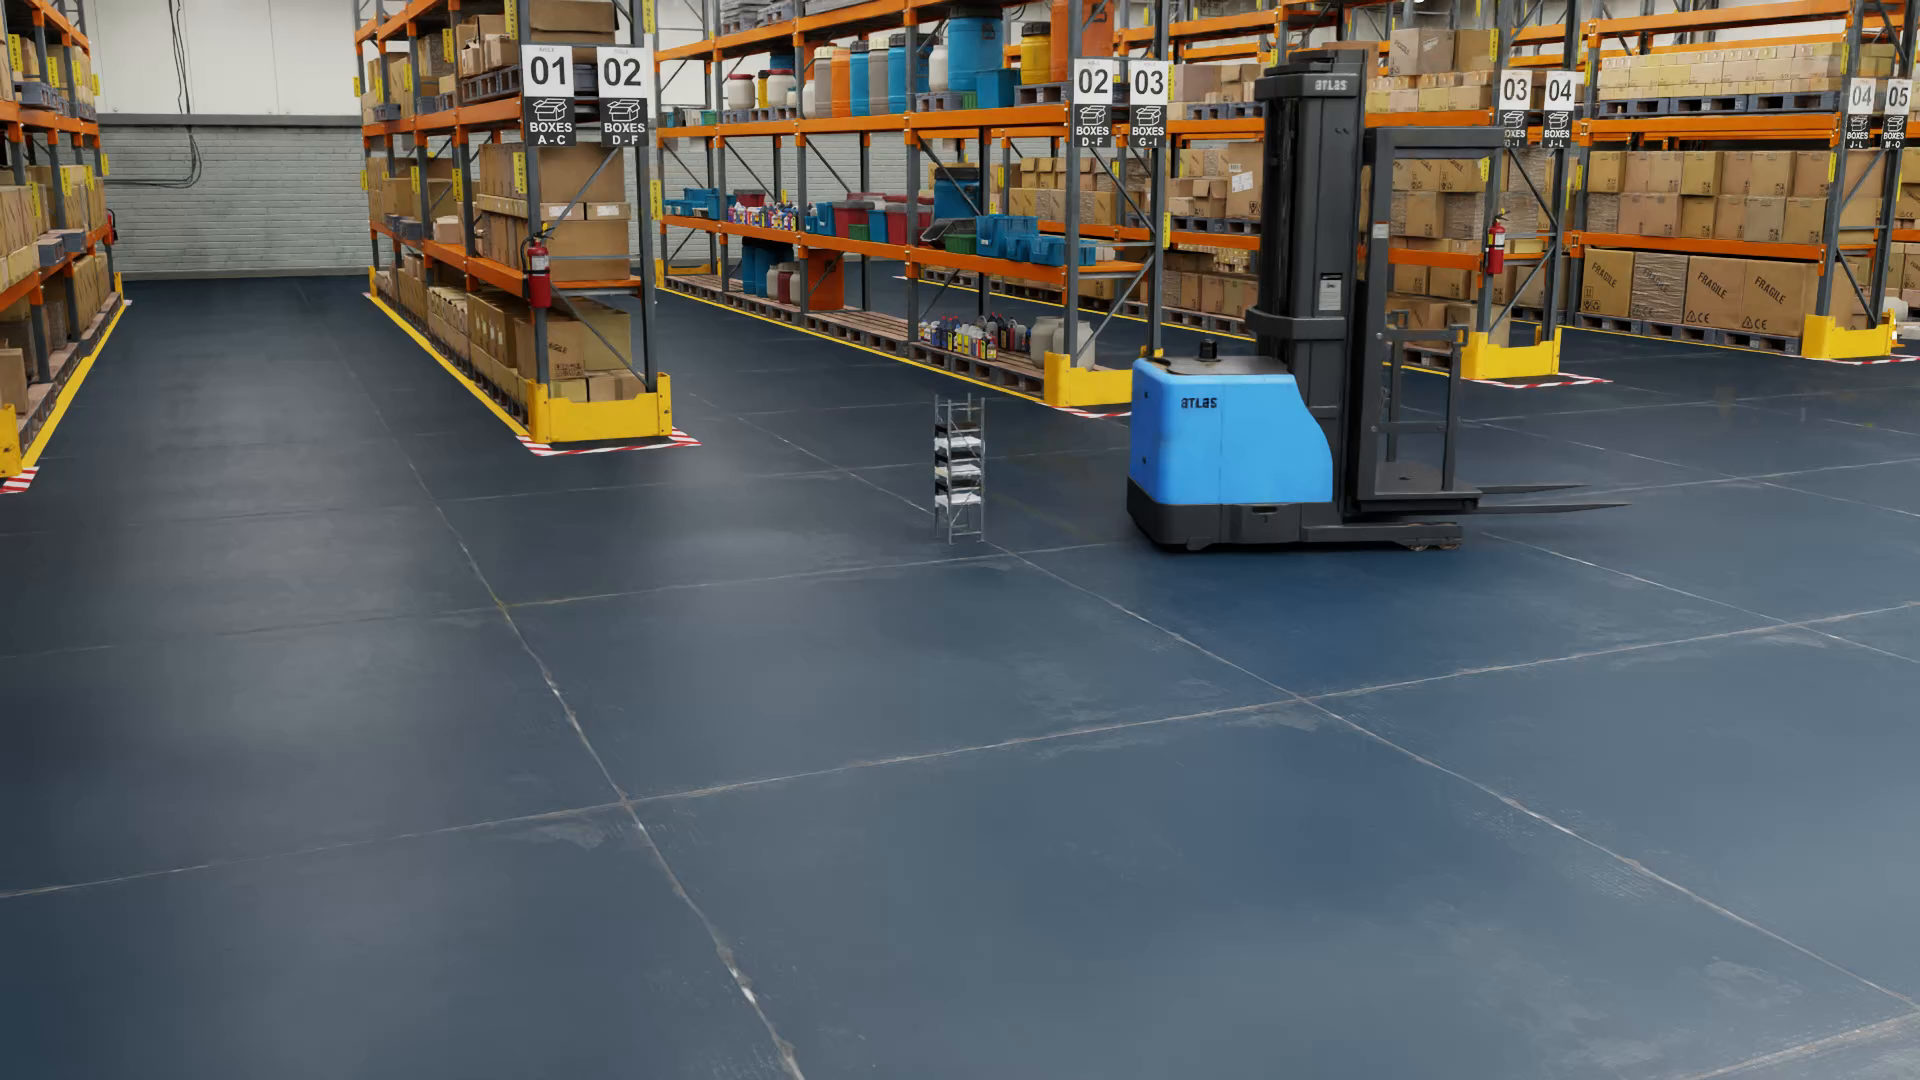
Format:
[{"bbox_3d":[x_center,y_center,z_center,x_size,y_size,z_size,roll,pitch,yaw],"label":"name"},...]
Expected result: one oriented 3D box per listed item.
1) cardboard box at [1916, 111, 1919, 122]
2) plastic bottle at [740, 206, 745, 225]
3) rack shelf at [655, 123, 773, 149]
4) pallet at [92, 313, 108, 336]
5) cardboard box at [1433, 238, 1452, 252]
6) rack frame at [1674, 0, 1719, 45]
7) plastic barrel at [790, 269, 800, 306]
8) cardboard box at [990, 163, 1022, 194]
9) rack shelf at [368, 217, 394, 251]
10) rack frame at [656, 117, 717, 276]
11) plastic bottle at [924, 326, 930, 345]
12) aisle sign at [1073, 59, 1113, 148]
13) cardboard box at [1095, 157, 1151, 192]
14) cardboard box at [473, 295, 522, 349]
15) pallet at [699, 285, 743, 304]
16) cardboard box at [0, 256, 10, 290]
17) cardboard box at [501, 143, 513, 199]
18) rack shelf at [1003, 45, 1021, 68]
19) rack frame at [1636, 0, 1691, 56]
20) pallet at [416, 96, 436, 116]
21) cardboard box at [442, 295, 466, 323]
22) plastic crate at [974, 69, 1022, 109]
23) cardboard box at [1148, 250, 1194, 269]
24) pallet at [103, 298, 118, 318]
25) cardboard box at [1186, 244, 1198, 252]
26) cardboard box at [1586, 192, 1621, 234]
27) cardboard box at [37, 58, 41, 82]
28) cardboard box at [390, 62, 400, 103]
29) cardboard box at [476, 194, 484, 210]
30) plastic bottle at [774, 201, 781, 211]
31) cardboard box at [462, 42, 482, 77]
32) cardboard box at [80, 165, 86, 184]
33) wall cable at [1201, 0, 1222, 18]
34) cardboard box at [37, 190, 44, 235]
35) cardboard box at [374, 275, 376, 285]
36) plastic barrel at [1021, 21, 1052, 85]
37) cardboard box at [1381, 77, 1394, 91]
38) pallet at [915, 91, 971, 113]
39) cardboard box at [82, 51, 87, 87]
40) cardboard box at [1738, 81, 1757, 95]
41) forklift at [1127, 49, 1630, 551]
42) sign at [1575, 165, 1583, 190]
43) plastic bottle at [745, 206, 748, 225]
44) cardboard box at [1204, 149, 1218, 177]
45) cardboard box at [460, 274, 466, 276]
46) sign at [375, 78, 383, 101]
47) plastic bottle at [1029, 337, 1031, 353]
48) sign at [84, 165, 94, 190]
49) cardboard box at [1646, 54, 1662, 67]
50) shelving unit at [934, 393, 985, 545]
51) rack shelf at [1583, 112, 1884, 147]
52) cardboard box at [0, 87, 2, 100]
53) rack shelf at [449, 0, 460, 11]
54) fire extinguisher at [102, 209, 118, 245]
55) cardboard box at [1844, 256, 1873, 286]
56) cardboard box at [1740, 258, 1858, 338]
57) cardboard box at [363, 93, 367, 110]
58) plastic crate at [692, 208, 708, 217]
[{"bbox_3d":[13.801,-6.009,23.583,0.380,0.149,0.250,-6,14,-25],"label":"cardboard box"},{"bbox_3d":[-3.333,-4.984,25.535,0.097,0.271,0.097,0,13,0],"label":"plastic bottle"},{"bbox_3d":[-4.138,-6.802,28.052,1.077,0.370,4.000,-6,14,-23],"label":"rack shelf"},{"bbox_3d":[-12.037,-2.872,22.312,1.003,0.211,1.213,-6,14,-23],"label":"pallet"},{"bbox_3d":[5.458,-3.263,18.373,0.380,0.149,0.250,-6,14,-23],"label":"cardboard box"},{"bbox_3d":[14.828,-9.993,33.588,1.000,3.000,0.127,-6,14,-23],"label":"rack frame"},{"bbox_3d":[-2.255,-3.653,24.085,0.421,0.512,0.421,0,13,0],"label":"plastic barrel"},{"bbox_3d":[0.772,-6.234,28.661,0.500,0.500,0.500,-5,14,-21],"label":"cardboard box"},{"bbox_3d":[-8.679,-4.894,26.460,1.077,0.370,4.000,-6,14,-23],"label":"rack shelf"},{"bbox_3d":[-4.940,-6.105,30.094,1.000,3.000,0.127,-6,14,-23],"label":"rack frame"},{"bbox_3d":[-0.366,-2.350,19.102,0.097,0.201,0.097,0,13,0],"label":"plastic bottle"},{"bbox_3d":[1.226,-4.024,15.338,0.394,0.787,0.004,-6,14,-23],"label":"aisle sign"},{"bbox_3d":[2.525,-5.589,25.420,0.797,0.503,0.637,-5,14,-21],"label":"cardboard box"},{"bbox_3d":[-4.566,-2.183,16.651,0.500,0.500,0.500,-6,14,-23],"label":"cardboard box"},{"bbox_3d":[-3.667,-4.068,27.479,1.003,0.211,1.213,-6,14,-23],"label":"pallet"},{"bbox_3d":[-7.733,-2.076,12.977,0.500,0.250,0.500,-6,14,-25],"label":"cardboard box"},{"bbox_3d":[-3.886,-3.457,15.557,0.700,0.500,0.500,-6,14,-23],"label":"cardboard box"},{"bbox_3d":[0.400,-8.516,29.692,1.077,0.370,4.000,-6,14,-23],"label":"rack shelf"},{"bbox_3d":[11.883,-8.717,28.077,1.000,3.000,0.127,-6,14,-23],"label":"rack frame"},{"bbox_3d":[-5.921,-5.243,20.135,1.213,0.211,1.003,-5,14,-20],"label":"pallet"},{"bbox_3d":[-5.708,-2.689,19.260,0.500,0.311,0.500,-6,14,-24],"label":"cardboard box"},{"bbox_3d":[0.430,-4.619,17.060,0.392,0.384,0.575,-6,14,-23],"label":"plastic crate"},{"bbox_3d":[3.099,-4.125,24.447,0.500,0.250,0.500,-5,14,-21],"label":"cardboard box"},{"bbox_3d":[-13.140,-3.442,24.772,1.003,0.211,1.213,-6,14,-23],"label":"pallet"},{"bbox_3d":[4.628,-5.676,32.312,0.380,0.149,0.250,-5,14,-22],"label":"cardboard box"},{"bbox_3d":[9.149,-4.498,22.819,0.875,0.550,0.550,-6,14,-23],"label":"cardboard box"},{"bbox_3d":[-11.739,-5.698,20.486,0.700,0.500,0.500,-6,14,-23],"label":"cardboard box"},{"bbox_3d":[-7.743,-6.484,23.707,0.600,0.600,0.600,-7,15,-28],"label":"cardboard box"},{"bbox_3d":[-4.743,-3.471,17.053,0.380,0.149,0.250,-6,14,-23],"label":"cardboard box"},{"bbox_3d":[-2.801,-5.081,25.780,0.144,0.351,0.185,-6,14,-23],"label":"plastic bottle"},{"bbox_3d":[-4.496,-4.630,16.027,0.500,0.311,0.500,-6,15,-26],"label":"cardboard box"},{"bbox_3d":[-11.993,-4.879,22.209,0.500,0.250,0.500,-5,14,-22],"label":"cardboard box"},{"bbox_3d":[6.832,-11.587,40.477,2.355,3.000,0.029,-6,14,-23],"label":"wall cable"},{"bbox_3d":[-10.096,-3.469,17.507,0.700,0.500,0.500,-6,14,-23],"label":"cardboard box"},{"bbox_3d":[-9.627,-4.366,27.928,0.380,0.149,0.250,-6,14,-23],"label":"cardboard box"},{"bbox_3d":[0.897,-4.781,16.373,0.600,0.588,0.600,0,13,0],"label":"plastic barrel"},{"bbox_3d":[5.029,-5.188,18.931,0.380,0.149,0.250,-6,15,-26],"label":"cardboard box"},{"bbox_3d":[0.246,-4.855,18.459,1.213,0.211,1.003,-6,14,-23],"label":"pallet"},{"bbox_3d":[-13.067,-6.879,24.303,0.500,0.500,0.500,-6,14,-25],"label":"cardboard box"},{"bbox_3d":[9.741,-5.514,20.295,0.380,0.149,0.250,-6,14,-24],"label":"cardboard box"},{"bbox_3d":[2.637,-1.480,10.264,3.031,2.935,1.130,-1,13,-5],"label":"forklift"},{"bbox_3d":[8.497,-4.974,22.819,0.100,0.325,0.005,-6,14,-23],"label":"sign"},{"bbox_3d":[-3.226,-4.924,25.250,0.061,0.283,0.133,-6,14,-23],"label":"plastic bottle"},{"bbox_3d":[4.946,-7.120,31.380,0.500,0.500,0.500,-5,14,-21],"label":"cardboard box"},{"bbox_3d":[-6.821,-3.441,23.152,0.500,0.500,0.500,-6,14,-25],"label":"cardboard box"},{"bbox_3d":[-8.371,-6.494,23.979,0.100,0.325,0.005,-6,14,-23],"label":"sign"},{"bbox_3d":[0.812,-2.165,18.301,0.097,0.201,0.097,0,13,0],"label":"plastic bottle"},{"bbox_3d":[-11.921,-4.960,22.756,0.100,0.325,0.005,-6,14,-23],"label":"sign"},{"bbox_3d":[9.131,-6.217,21.565,0.380,0.149,0.250,-6,14,-24],"label":"cardboard box"},{"bbox_3d":[-0.003,-0.440,10.276,0.258,0.900,0.210,-6,14,-23],"label":"shelving unit"},{"bbox_3d":[9.792,-5.198,21.118,1.077,0.370,4.000,-6,14,-23],"label":"rack shelf"},{"bbox_3d":[-8.590,-4.063,14.353,0.500,0.500,0.500,-7,15,-28],"label":"cardboard box"},{"bbox_3d":[-3.872,-5.143,15.117,1.077,0.370,4.000,-6,14,-23],"label":"rack shelf"},{"bbox_3d":[-13.655,-5.063,26.593,0.296,0.674,0.183,-6,14,-23],"label":"fire extinguisher"},{"bbox_3d":[13.475,-4.052,24.729,0.500,0.500,0.500,-5,14,-20],"label":"cardboard box"},{"bbox_3d":[10.261,-2.977,20.362,0.875,0.875,0.875,-6,14,-23],"label":"cardboard box"},{"bbox_3d":[-9.319,-7.056,26.778,0.500,0.250,0.500,-6,14,-23],"label":"cardboard box"},{"bbox_3d":[-4.310,-5.512,27.984,0.293,0.136,0.466,-6,14,-23],"label":"plastic crate"}]
